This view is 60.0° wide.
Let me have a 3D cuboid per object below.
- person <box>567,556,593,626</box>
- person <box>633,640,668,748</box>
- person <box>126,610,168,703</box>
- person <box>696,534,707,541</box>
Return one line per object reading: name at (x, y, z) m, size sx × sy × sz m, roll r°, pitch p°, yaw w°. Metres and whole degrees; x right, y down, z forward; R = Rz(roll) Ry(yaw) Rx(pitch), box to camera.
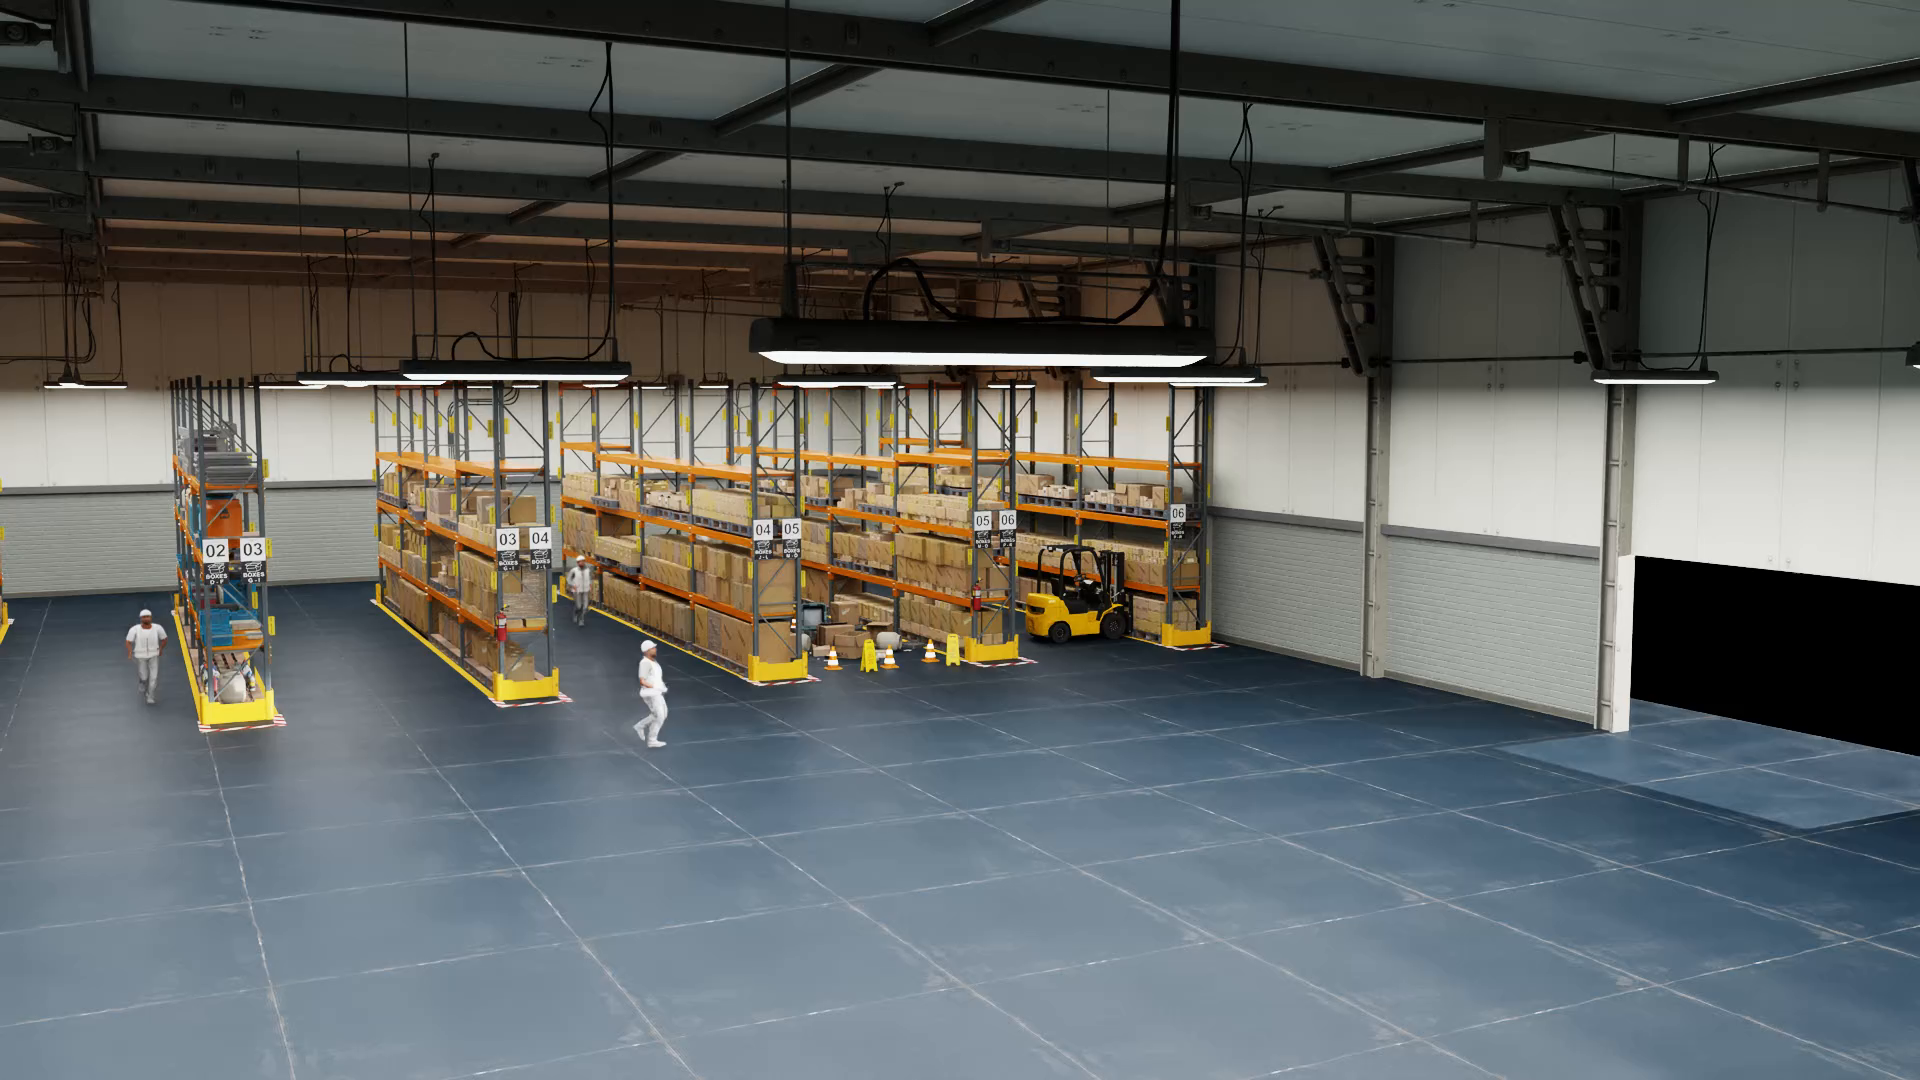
person at (-9.255, 1.244, 40.662) m, size 0.643 × 1.726 × 0.577 m, roll -3°, pitch 6°, yaw -30°
person at (-4.979, 2.477, 26.783) m, size 0.620 × 1.733 × 0.678 m, roll 0°, pitch 5°, yaw 0°
person at (-15.003, 2.142, 30.717) m, size 0.702 × 1.726 × 0.539 m, roll -3°, pitch 6°, yaw -30°
person at (-7.849, 0.371, 50.487) m, size 0.715 × 1.781 × 0.680 m, roll -2°, pitch 6°, yaw -23°
